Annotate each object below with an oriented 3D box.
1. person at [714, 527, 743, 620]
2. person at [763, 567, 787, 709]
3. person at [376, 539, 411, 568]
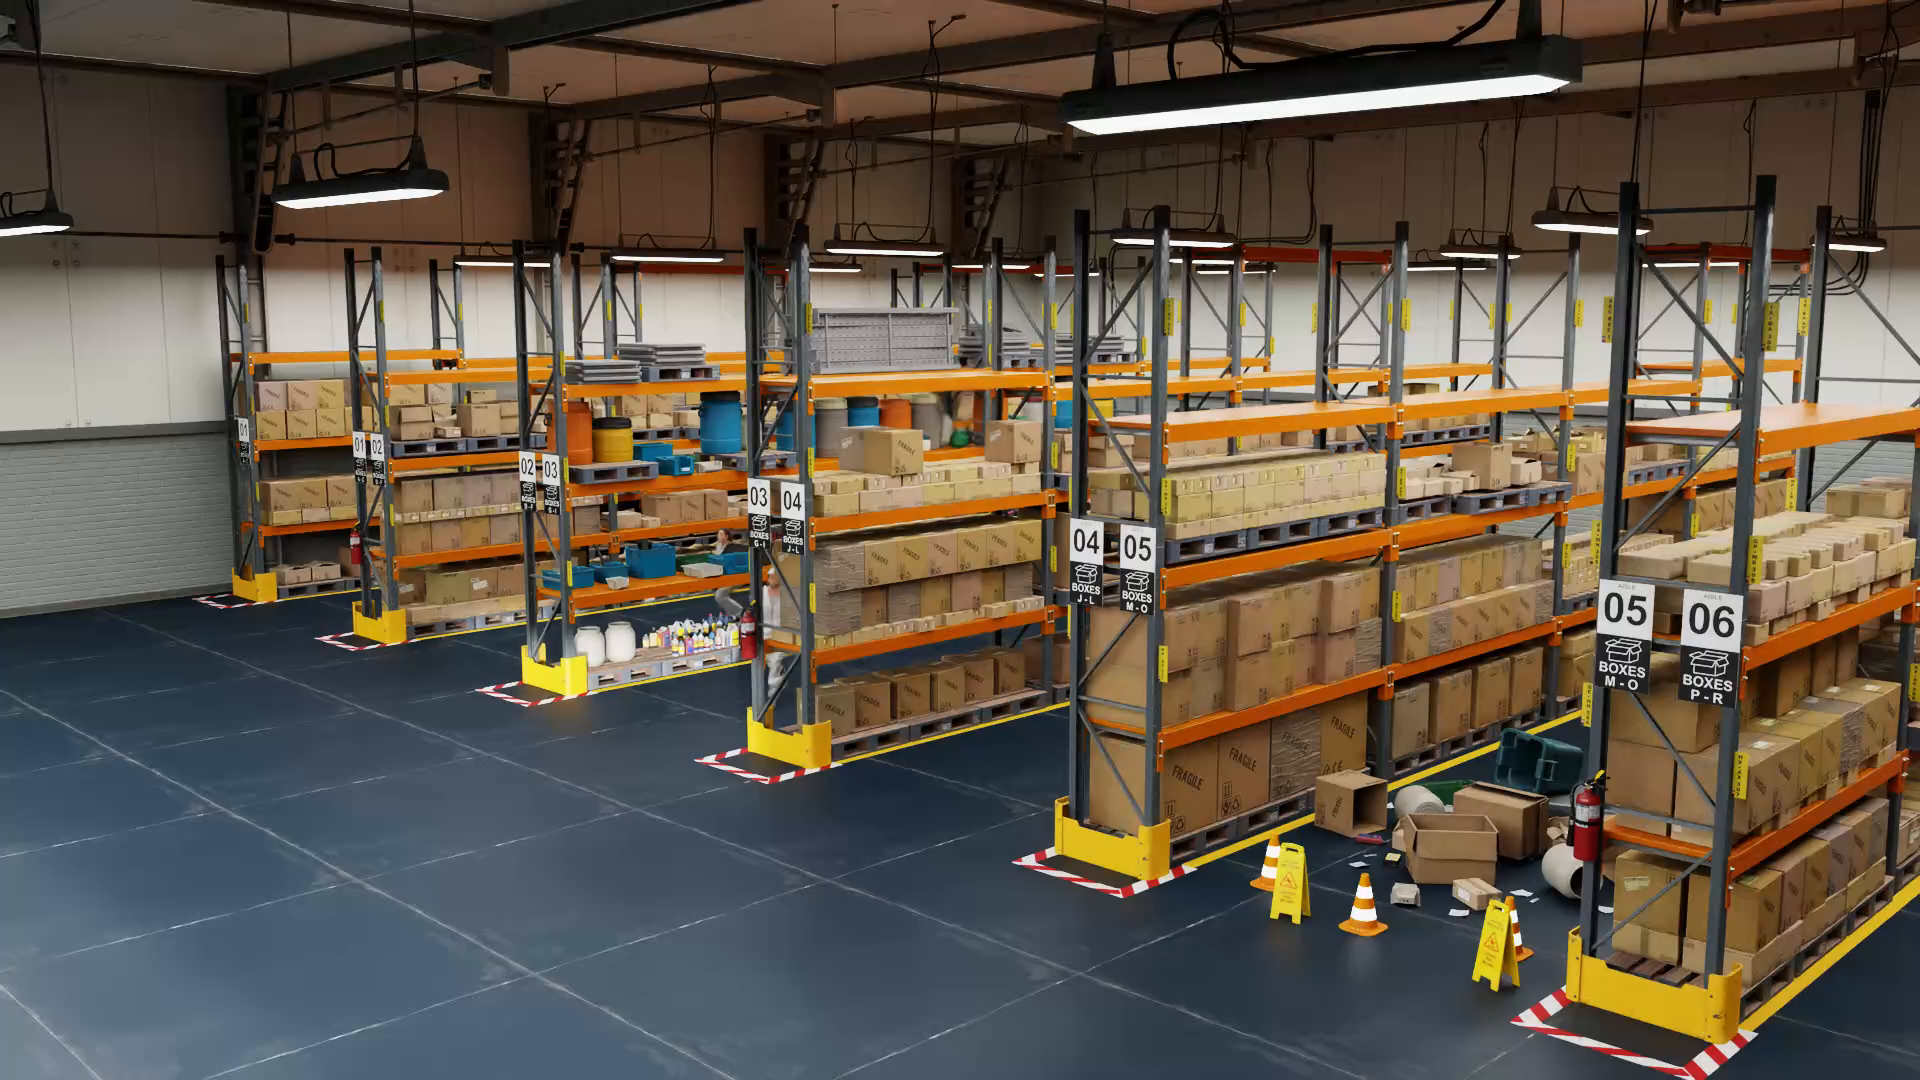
[{"bbox_3d":[-3.743,0.603,26.480,0.543,1.625,0.637,7,11,42],"label":"person"},{"bbox_3d":[-2.423,1.228,21.609,0.638,1.796,0.917,1,8,8],"label":"person"},{"bbox_3d":[-9.334,0.358,27.814,0.631,1.698,0.862,6,10,36],"label":"person"}]
